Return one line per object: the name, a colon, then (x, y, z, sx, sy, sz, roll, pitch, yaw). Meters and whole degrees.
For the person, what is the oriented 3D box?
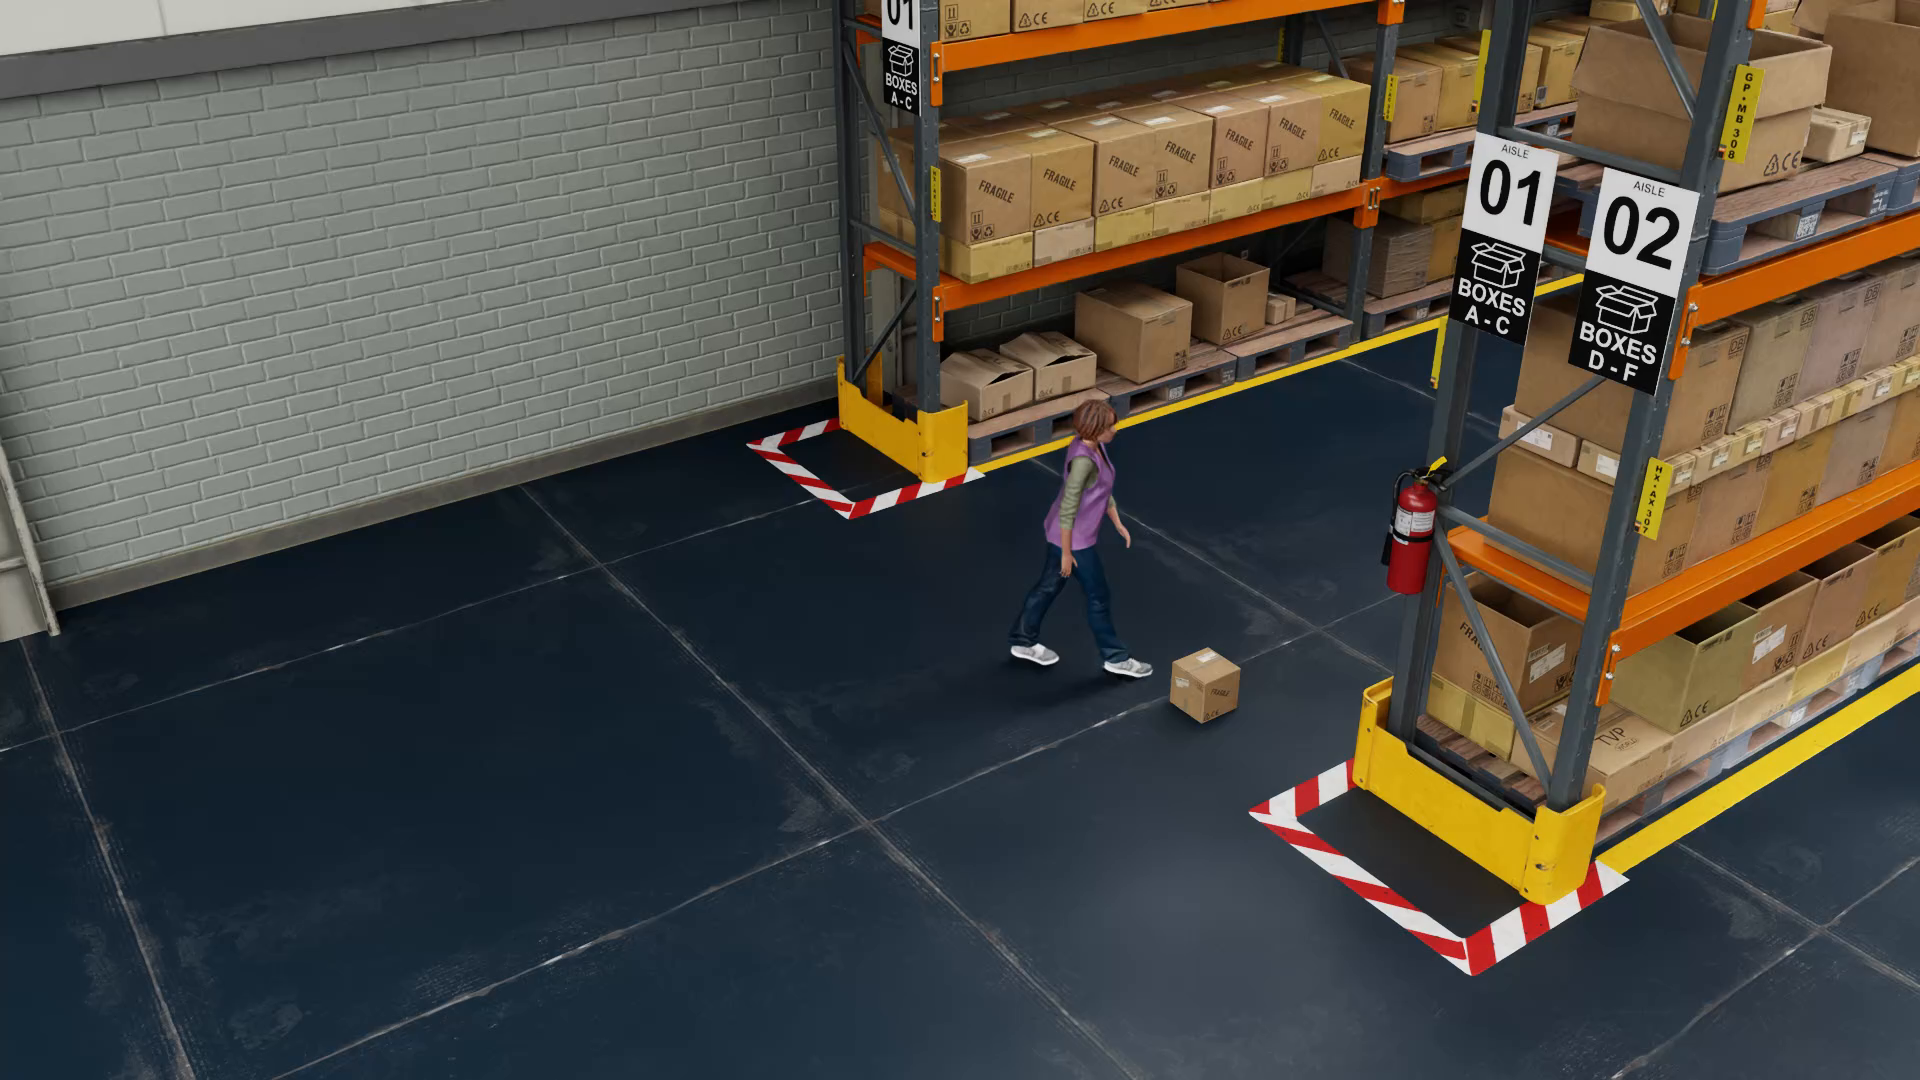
person: (0.647, -0.001, 8.643, 0.786, 1.582, 0.405, 1, 29, 1)
